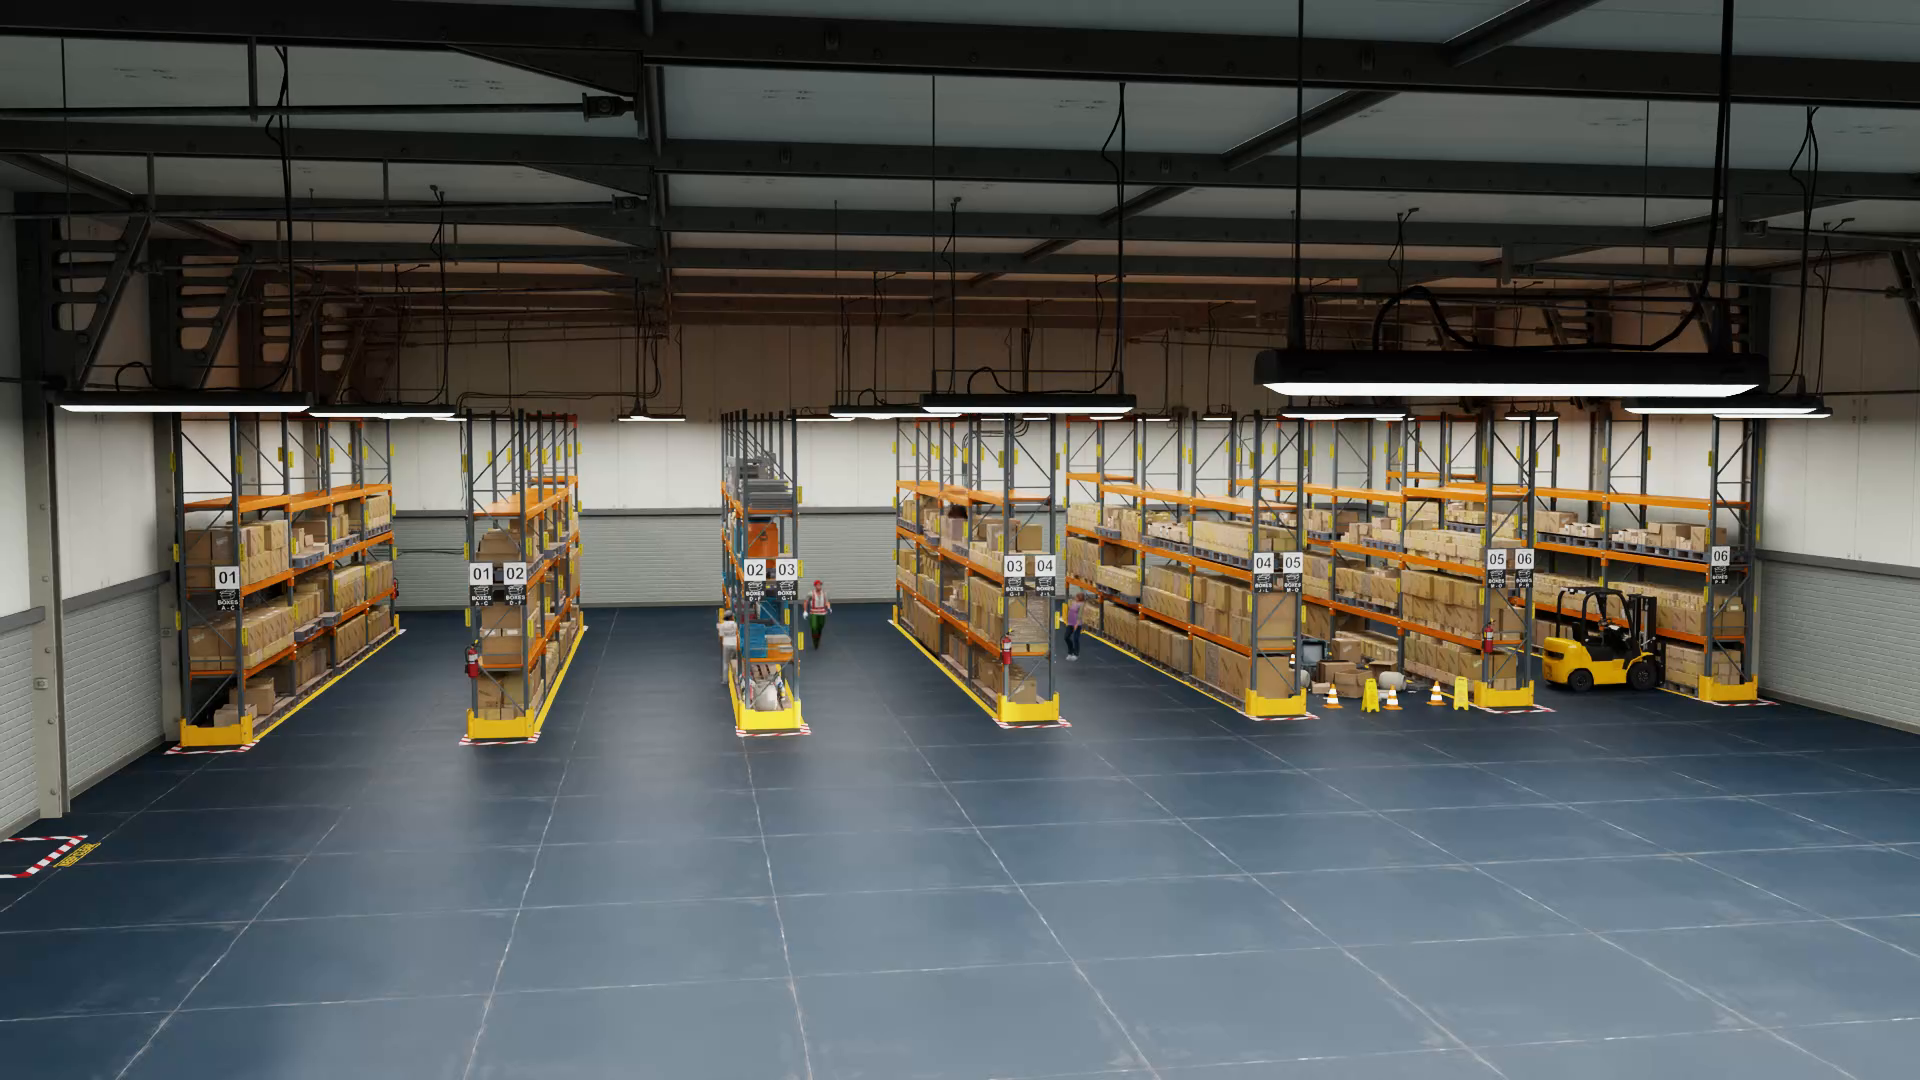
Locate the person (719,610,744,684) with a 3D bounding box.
[{"bbox_3d":[-4.982,2.350,36.482,0.623,1.651,0.450,-1,4,-8],"label":"person"}]

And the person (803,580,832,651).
[{"bbox_3d":[-3.642,1.927,42.434,0.691,1.812,0.877,-1,4,-12],"label":"person"}]

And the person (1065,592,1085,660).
[{"bbox_3d":[2.679,2.022,38.864,0.440,1.593,0.442,3,5,41],"label":"person"}]
